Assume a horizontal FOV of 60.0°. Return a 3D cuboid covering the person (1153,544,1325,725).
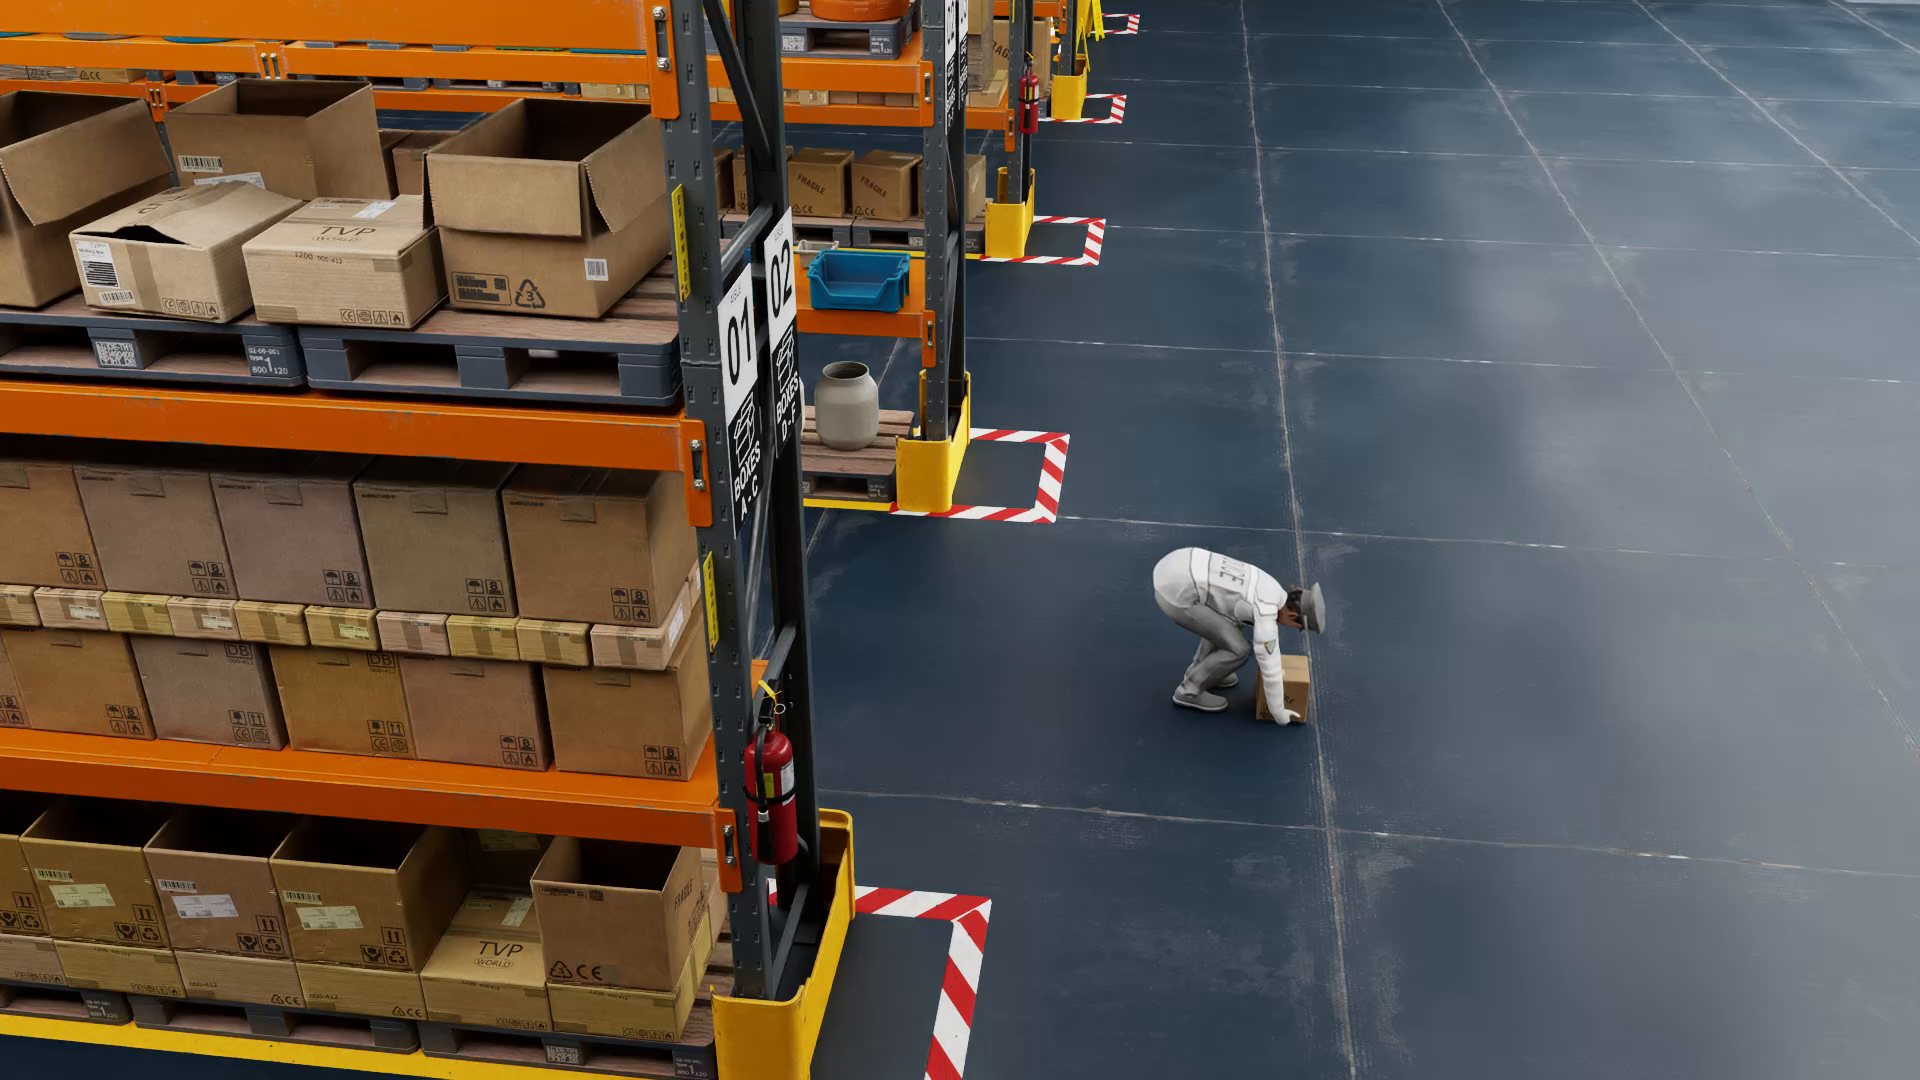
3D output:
[{"bbox_3d":[1.433,0.477,8.624,0.888,0.841,0.523,2,29,4],"label":"person"}]
